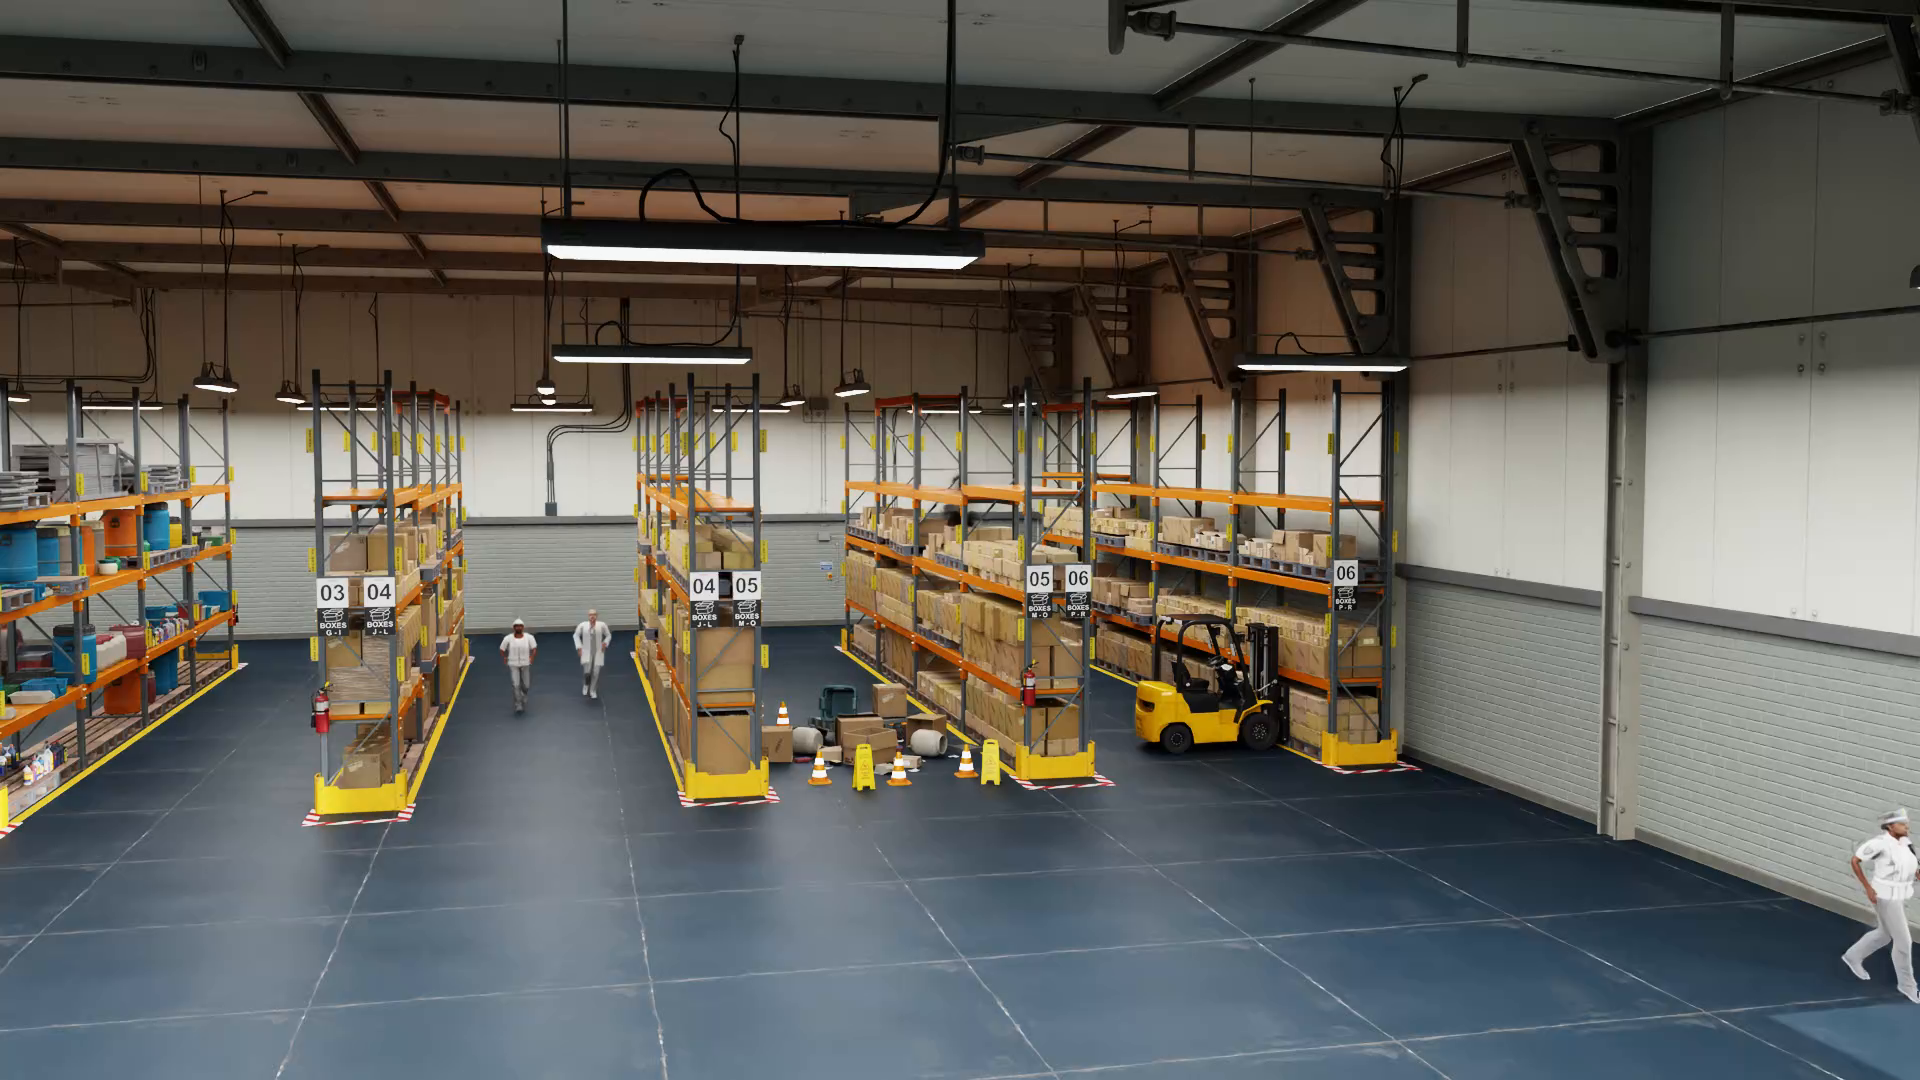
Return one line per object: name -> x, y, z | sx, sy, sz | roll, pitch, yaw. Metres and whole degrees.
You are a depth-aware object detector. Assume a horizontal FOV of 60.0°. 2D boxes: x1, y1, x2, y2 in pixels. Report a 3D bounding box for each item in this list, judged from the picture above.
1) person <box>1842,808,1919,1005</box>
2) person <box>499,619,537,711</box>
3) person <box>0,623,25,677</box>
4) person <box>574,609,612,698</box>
person -> 8.480, 3.278, 15.189 | 0.570, 1.727, 0.851 | -2, 4, -34
person -> -8.293, 2.339, 31.241 | 0.700, 1.719, 0.625 | -1, 3, -18
person -> -18.306, 2.304, 31.836 | 0.702, 1.727, 0.617 | -1, 4, -23
person -> -7.225, 2.240, 32.769 | 0.723, 1.746, 0.629 | -1, 3, -17
